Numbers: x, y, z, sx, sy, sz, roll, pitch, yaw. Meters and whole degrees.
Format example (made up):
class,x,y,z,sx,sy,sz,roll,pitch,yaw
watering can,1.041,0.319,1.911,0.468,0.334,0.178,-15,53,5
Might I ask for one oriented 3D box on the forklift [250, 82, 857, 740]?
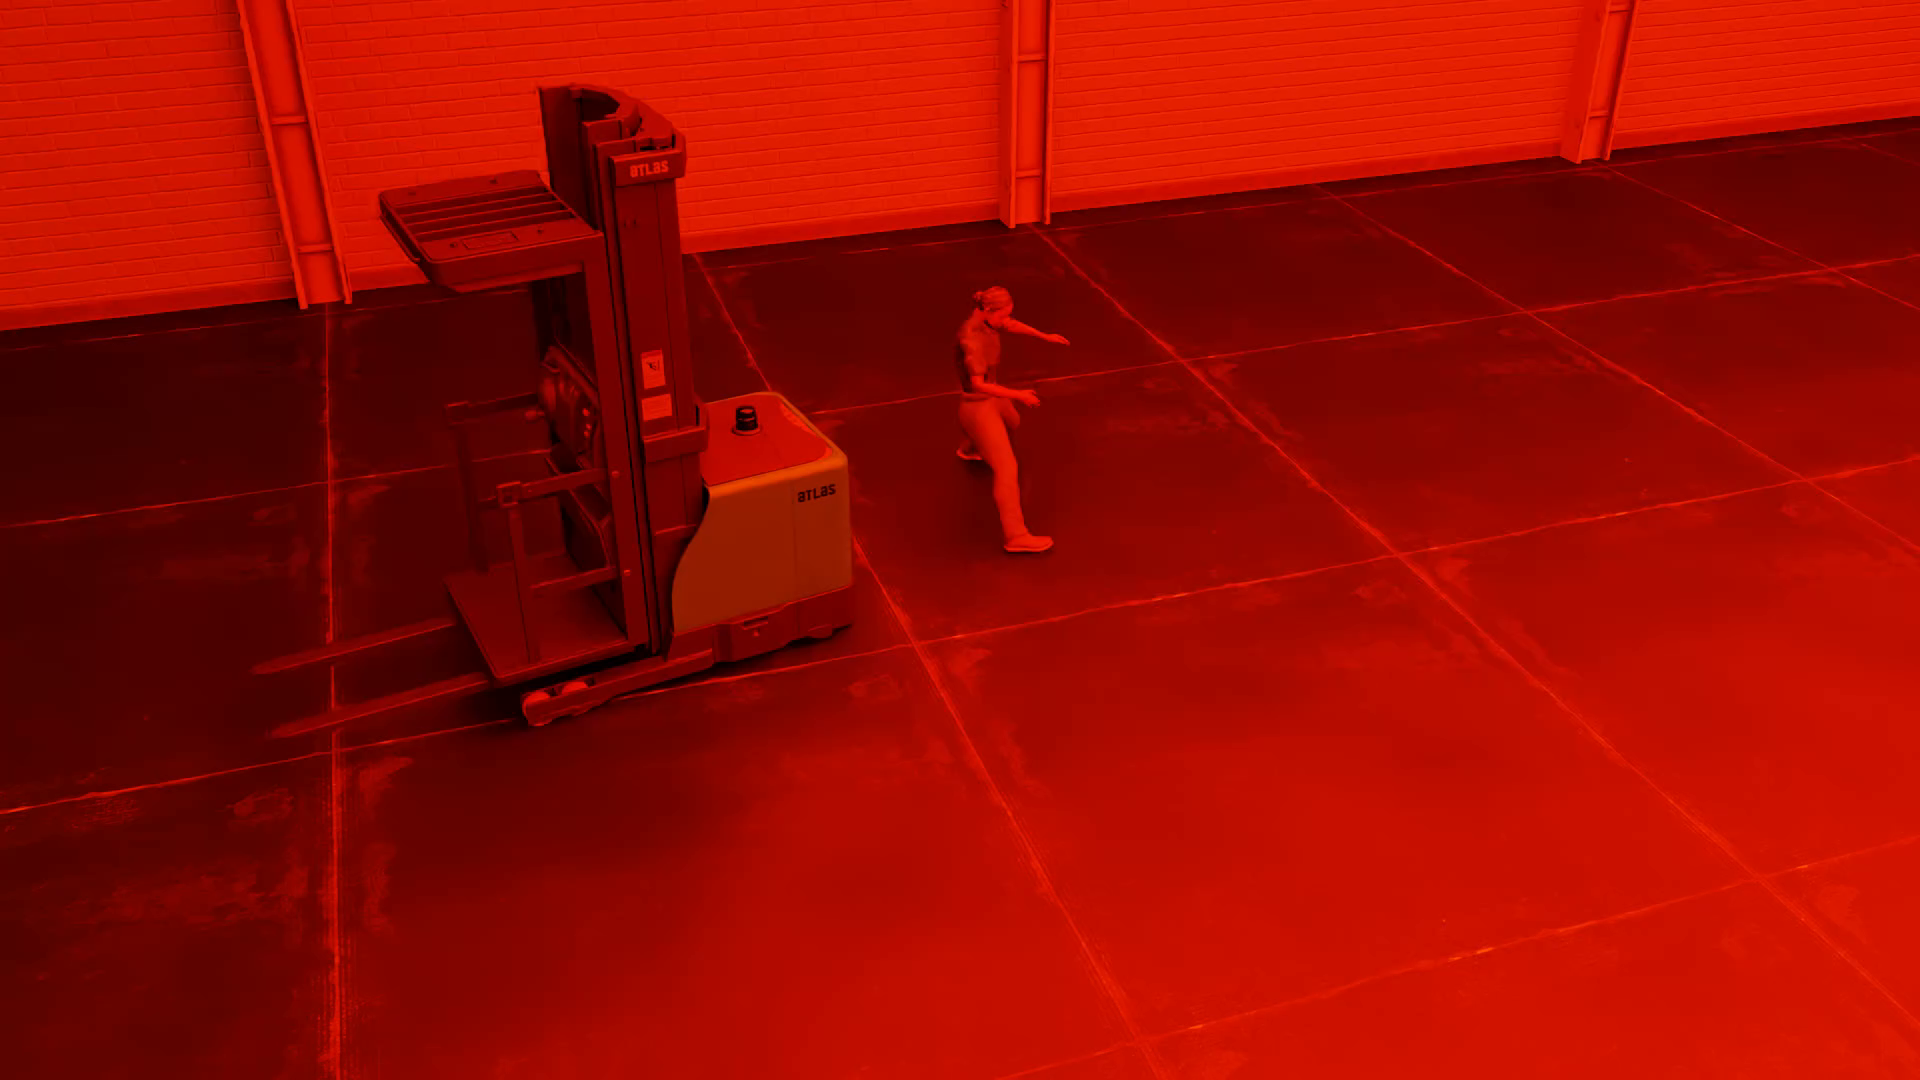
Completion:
class,x,y,z,sx,sy,sz,roll,pitch,yaw
forklift,-2.112,-0.635,8.191,3.031,2.935,1.130,-15,33,-24

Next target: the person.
class,x,y,z,sx,sy,sz,roll,pitch,yaw
person,0.275,-0.863,10.071,0.791,1.445,1.250,6,31,11
